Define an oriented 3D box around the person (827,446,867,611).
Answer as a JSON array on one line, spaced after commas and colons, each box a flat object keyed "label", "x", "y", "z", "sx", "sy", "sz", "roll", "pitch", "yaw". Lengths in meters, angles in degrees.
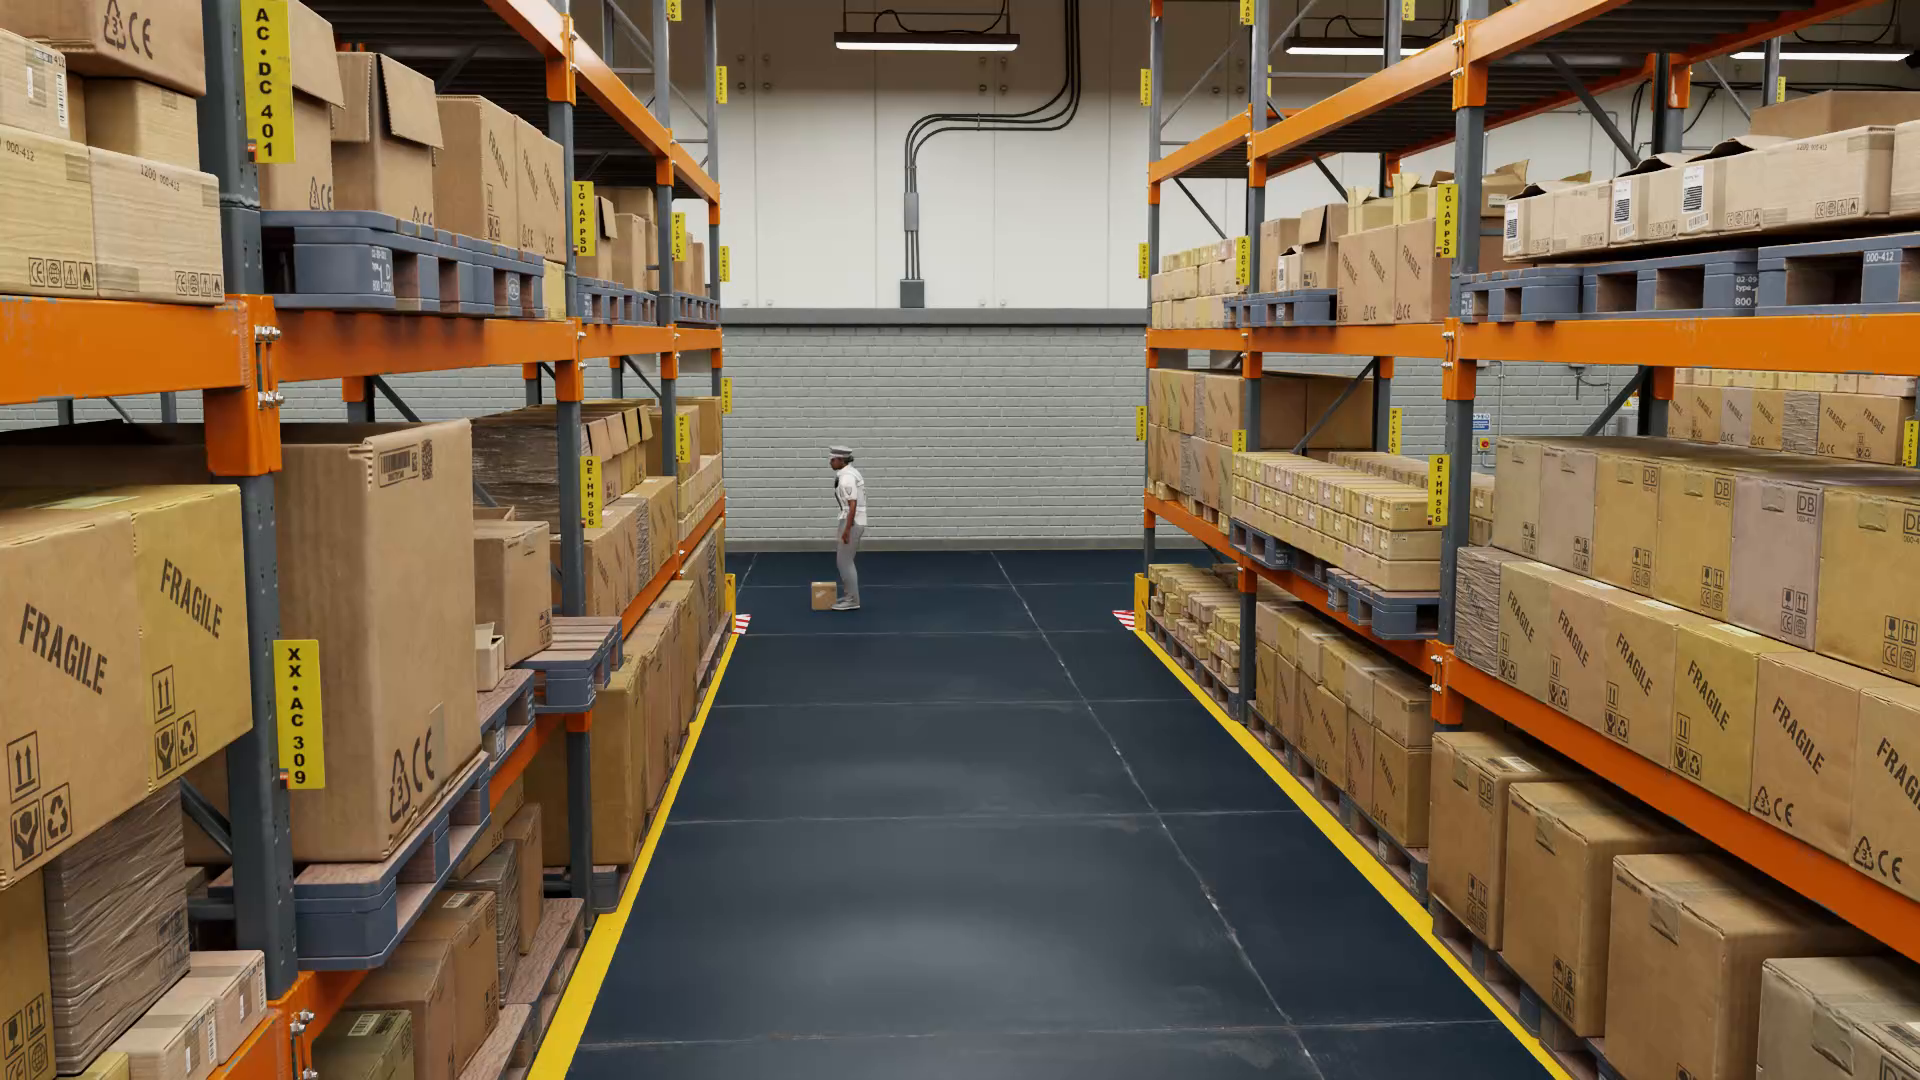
[{"label": "person", "x": -1.145, "y": -0.133, "z": 16.843, "sx": 0.395, "sy": 1.658, "sz": 0.525, "roll": -1, "pitch": 7, "yaw": -7}]
